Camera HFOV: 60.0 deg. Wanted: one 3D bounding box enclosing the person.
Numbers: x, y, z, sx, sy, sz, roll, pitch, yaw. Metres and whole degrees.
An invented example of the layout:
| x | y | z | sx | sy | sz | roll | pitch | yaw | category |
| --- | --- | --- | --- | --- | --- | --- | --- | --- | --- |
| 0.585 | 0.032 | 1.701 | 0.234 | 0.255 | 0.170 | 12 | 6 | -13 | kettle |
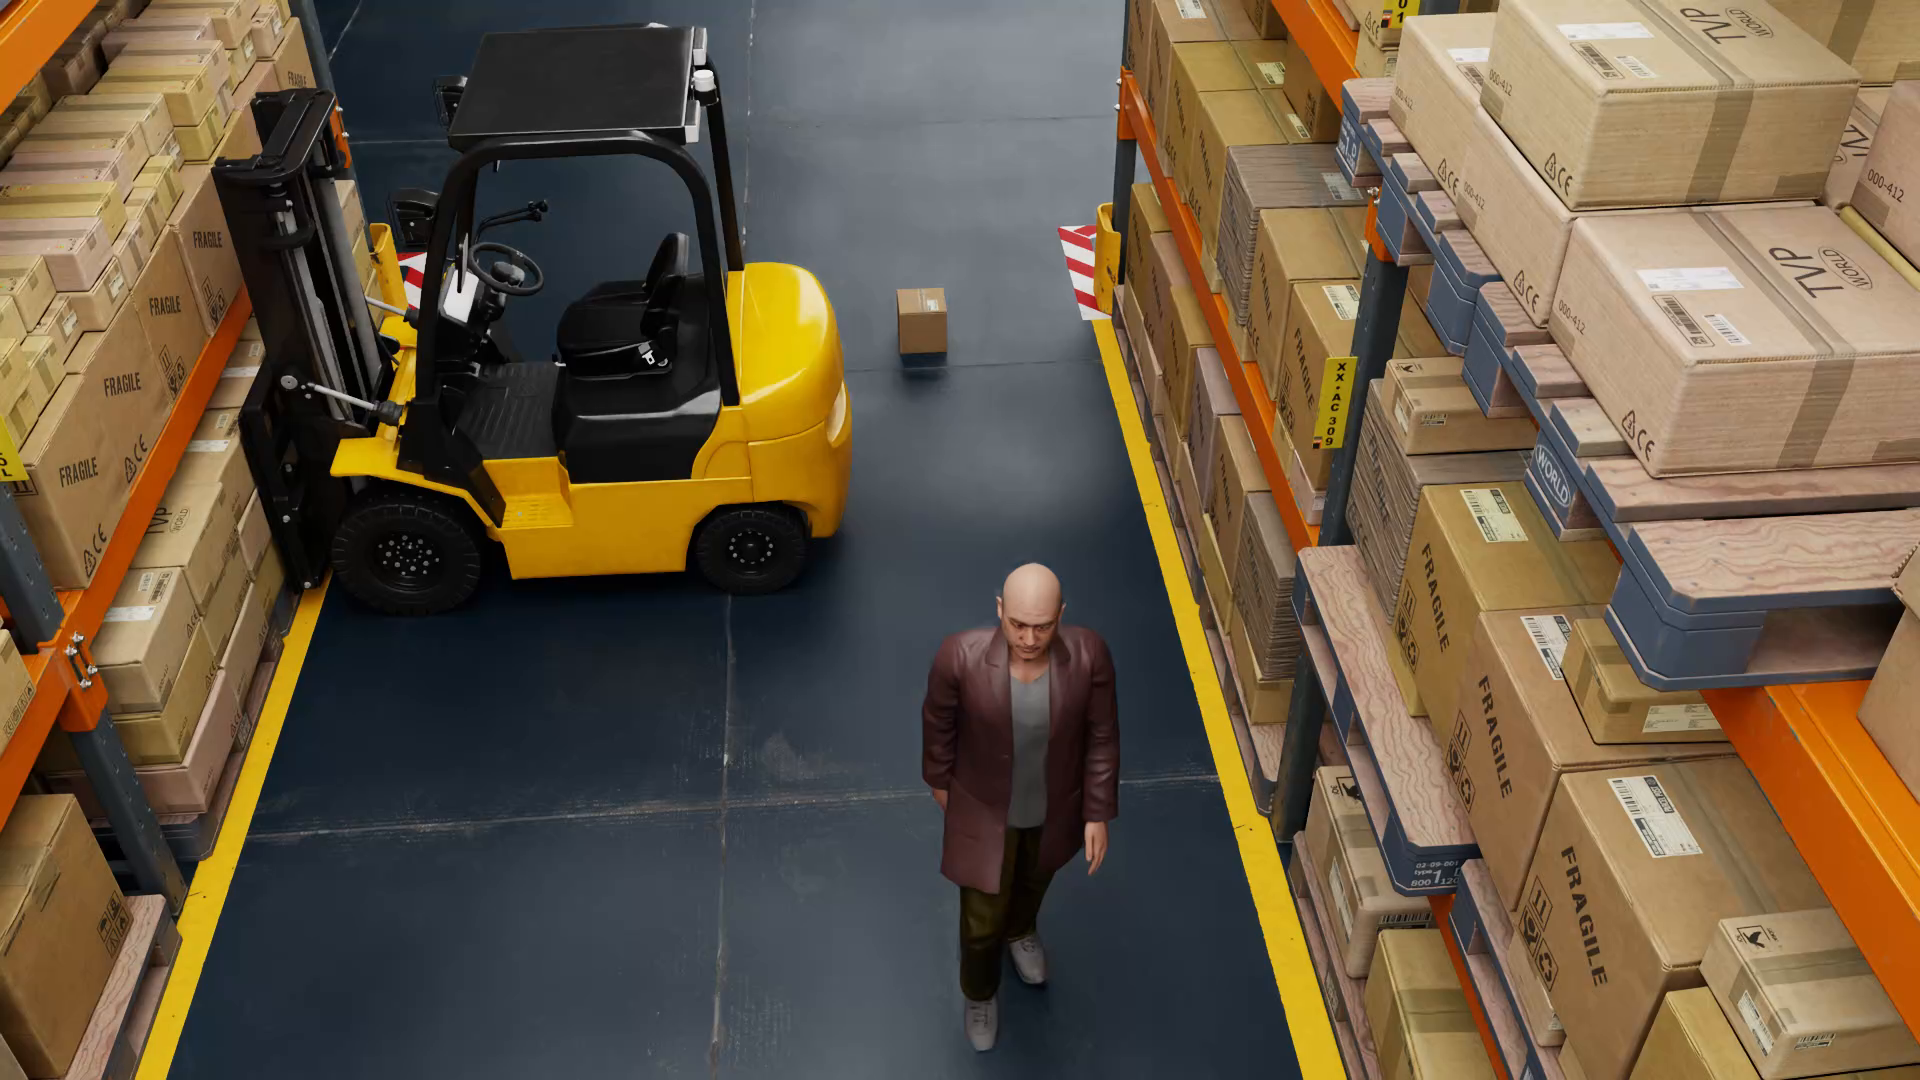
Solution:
| x | y | z | sx | sy | sz | roll | pitch | yaw | category |
| --- | --- | --- | --- | --- | --- | --- | --- | --- | --- |
| 0.185 | 0.894 | 5.222 | 0.583 | 1.642 | 0.566 | -5 | 39 | -7 | person |
